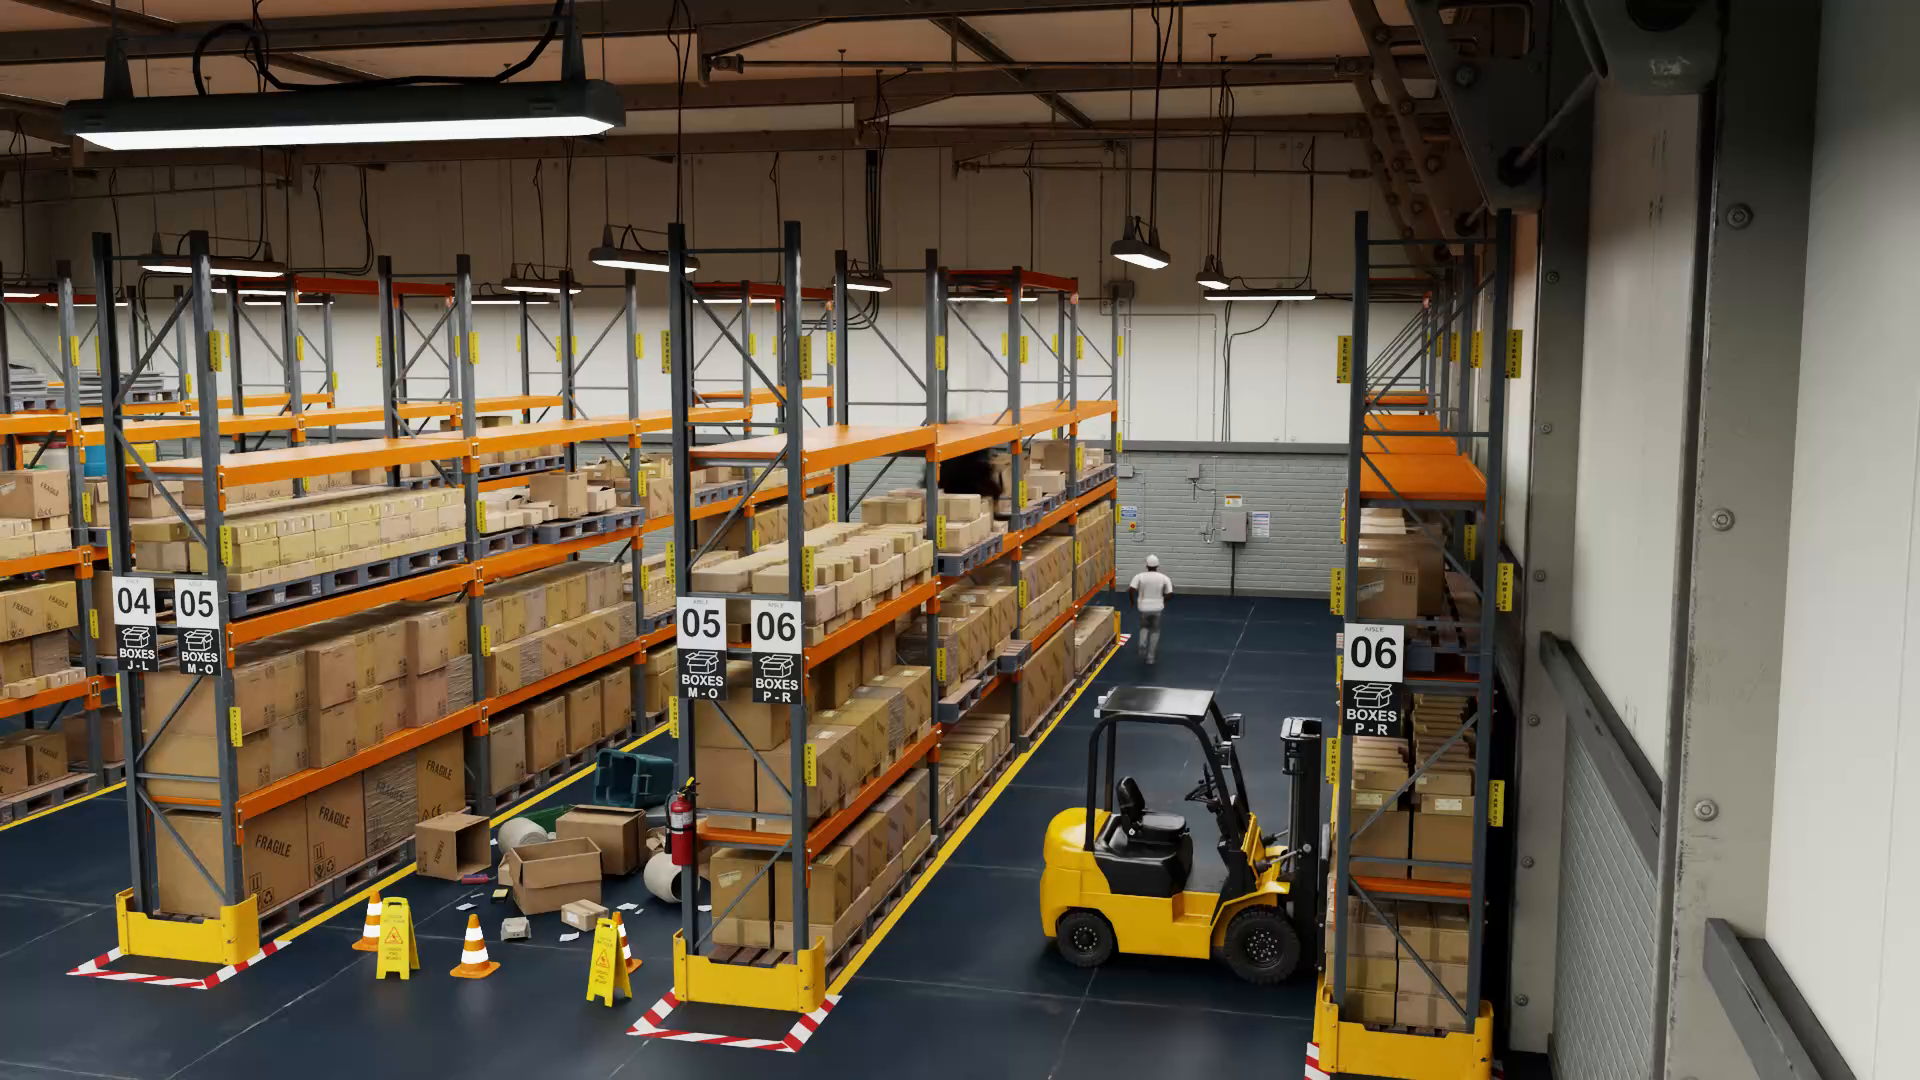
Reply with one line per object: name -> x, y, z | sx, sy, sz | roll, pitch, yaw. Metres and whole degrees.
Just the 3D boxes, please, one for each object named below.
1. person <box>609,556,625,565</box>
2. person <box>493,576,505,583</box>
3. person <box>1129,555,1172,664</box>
person -> -5.370, 1.119, 26.193 | 0.442, 1.767, 0.685 | 3, 7, 21
person -> -7.005, 1.323, 25.398 | 0.497, 1.571, 0.844 | 1, 7, 12
person -> 3.026, 1.094, 26.381 | 0.665, 1.724, 0.401 | 1, 7, 11
